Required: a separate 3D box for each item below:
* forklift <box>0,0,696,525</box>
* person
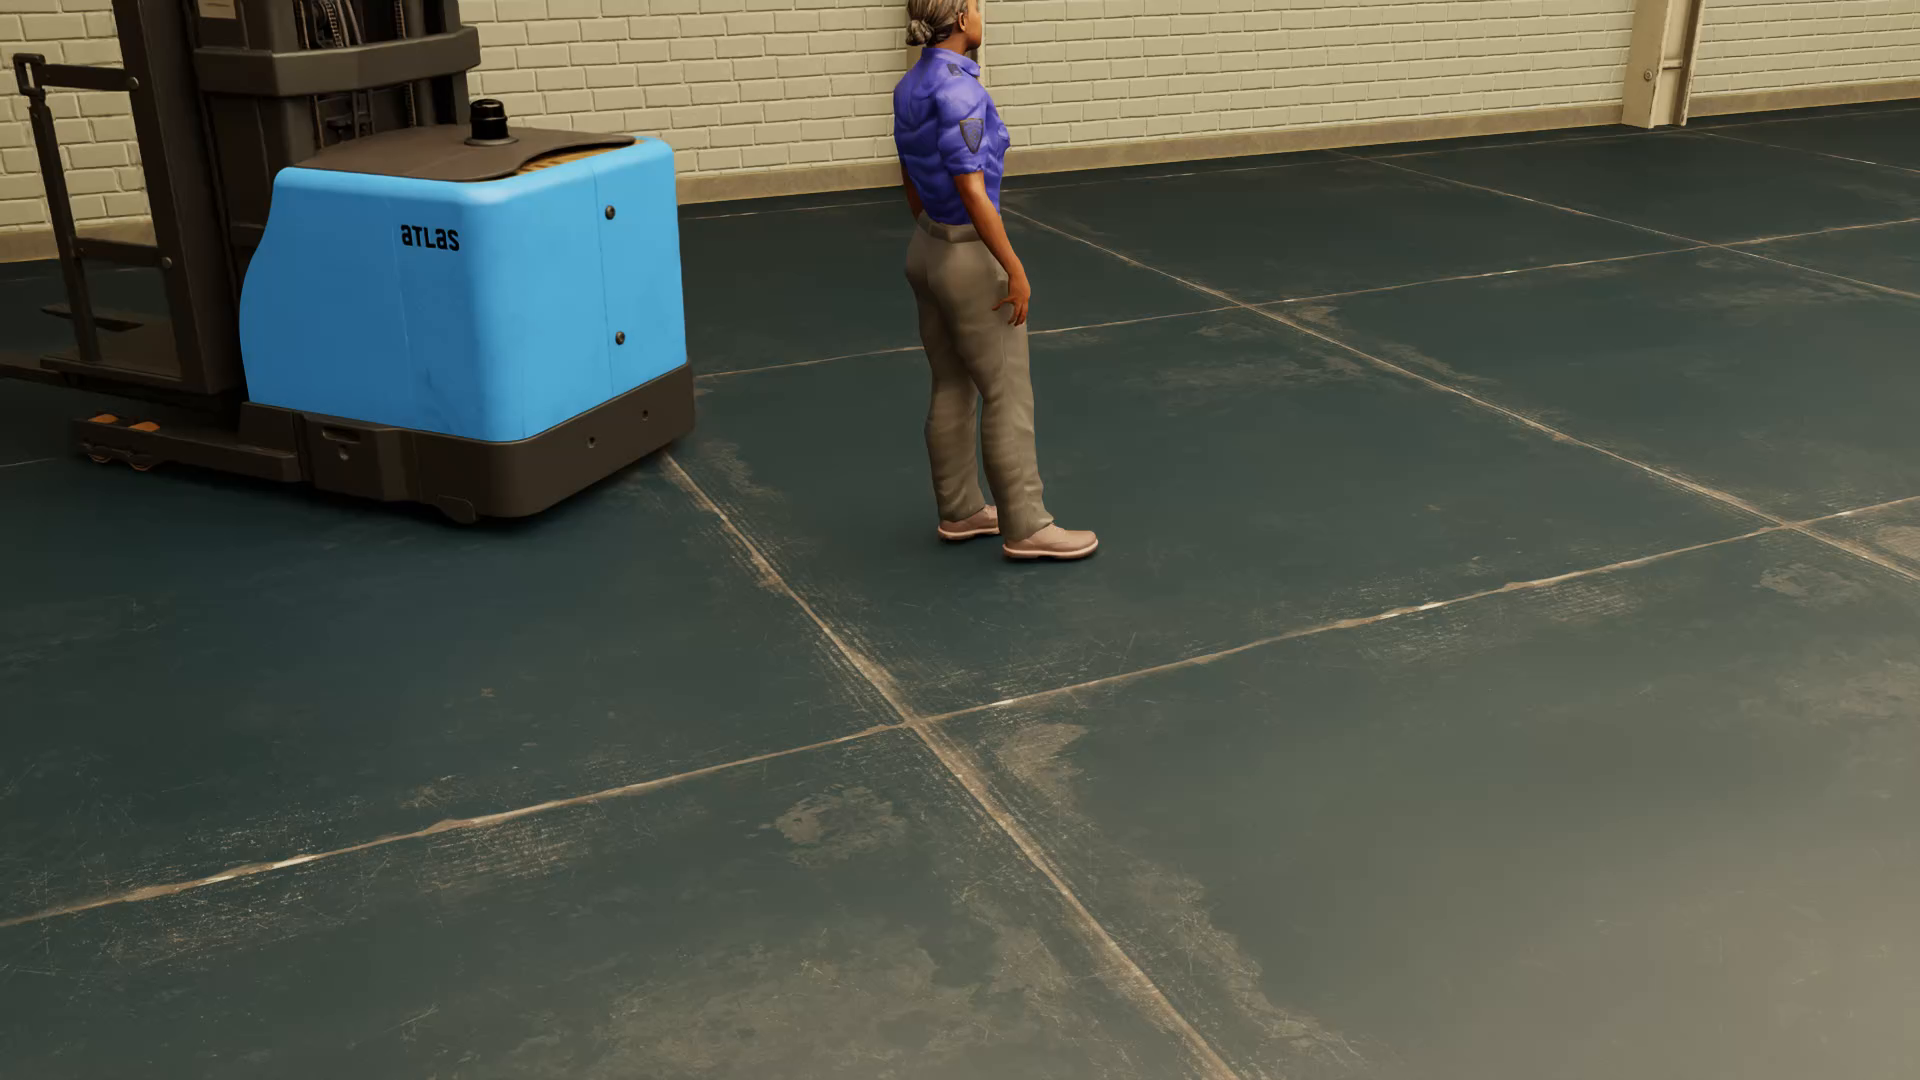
[{"bbox_3d":[-2.498,-1.762,5.527,3.031,2.935,1.130,10,24,22],"label":"forklift"},{"bbox_3d":[0.088,-0.778,4.804,0.503,1.656,0.569,-10,25,-23],"label":"person"}]
